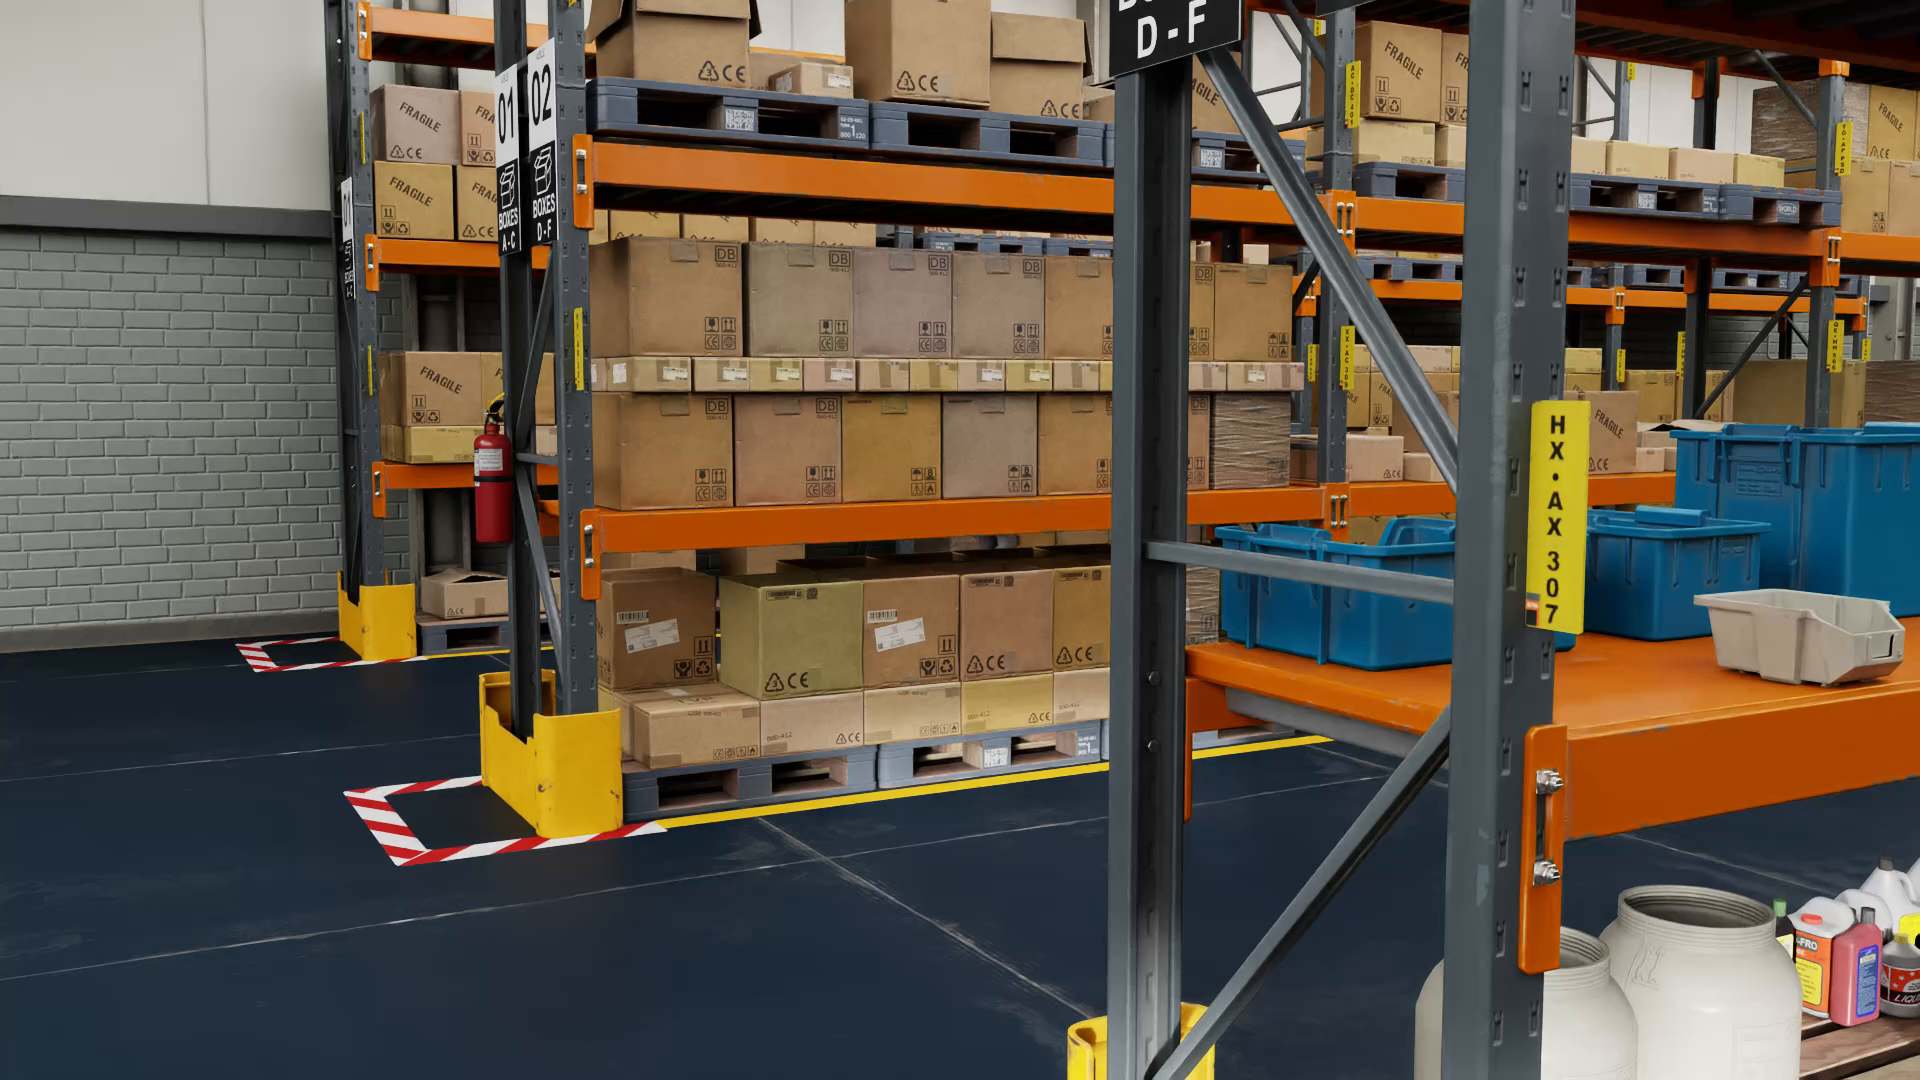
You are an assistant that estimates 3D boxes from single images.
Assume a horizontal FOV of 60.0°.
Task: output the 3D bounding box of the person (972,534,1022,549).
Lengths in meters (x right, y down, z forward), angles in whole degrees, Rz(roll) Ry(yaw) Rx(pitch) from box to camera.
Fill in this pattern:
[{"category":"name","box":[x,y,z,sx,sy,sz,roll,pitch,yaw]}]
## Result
[{"category":"person","box":[0.301,-0.102,12.249,0.426,1.591,0.599,3,6,29]}]
